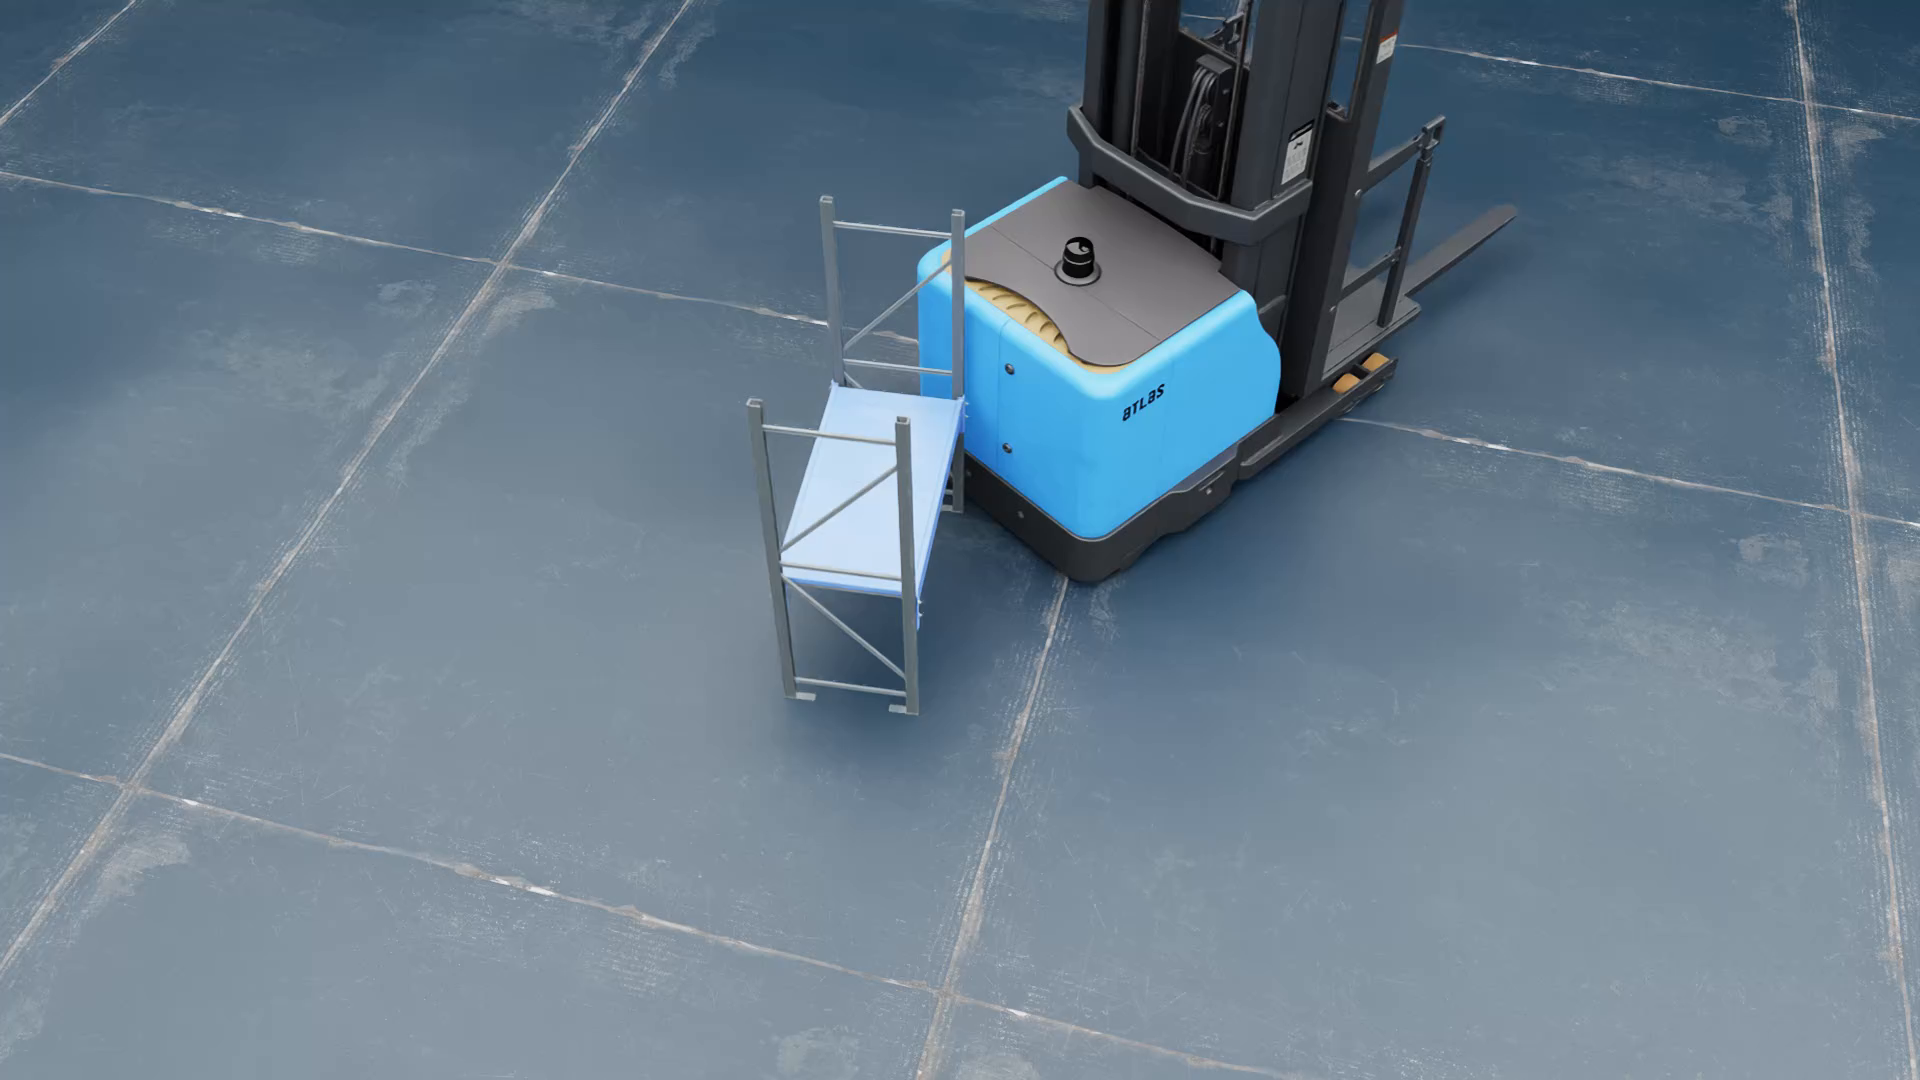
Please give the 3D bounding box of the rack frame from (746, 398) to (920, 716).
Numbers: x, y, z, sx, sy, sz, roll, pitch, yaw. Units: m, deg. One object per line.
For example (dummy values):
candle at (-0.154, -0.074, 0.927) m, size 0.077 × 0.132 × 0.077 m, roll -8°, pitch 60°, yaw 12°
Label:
rack frame at (-0.398, 0.108, 5.573) m, size 0.500 × 1.500 × 0.032 m, roll 7°, pitch 49°, yaw 6°

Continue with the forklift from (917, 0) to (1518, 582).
forklift at (1.254, -1.781, 6.286) m, size 3.031 × 2.935 × 1.130 m, roll -34°, pitch 57°, yaw -26°

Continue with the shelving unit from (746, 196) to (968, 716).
shelving unit at (-0.315, -0.268, 5.905) m, size 0.538 × 1.500 × 1.048 m, roll 7°, pitch 49°, yaw 6°

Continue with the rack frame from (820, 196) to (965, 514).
rack frame at (-0.232, -0.644, 6.237) m, size 0.500 × 1.500 × 0.032 m, roll 7°, pitch 49°, yaw 6°

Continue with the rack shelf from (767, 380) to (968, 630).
rack shelf at (-0.315, -0.149, 6.040) m, size 0.538 × 0.185 × 1.000 m, roll 7°, pitch 49°, yaw 6°
